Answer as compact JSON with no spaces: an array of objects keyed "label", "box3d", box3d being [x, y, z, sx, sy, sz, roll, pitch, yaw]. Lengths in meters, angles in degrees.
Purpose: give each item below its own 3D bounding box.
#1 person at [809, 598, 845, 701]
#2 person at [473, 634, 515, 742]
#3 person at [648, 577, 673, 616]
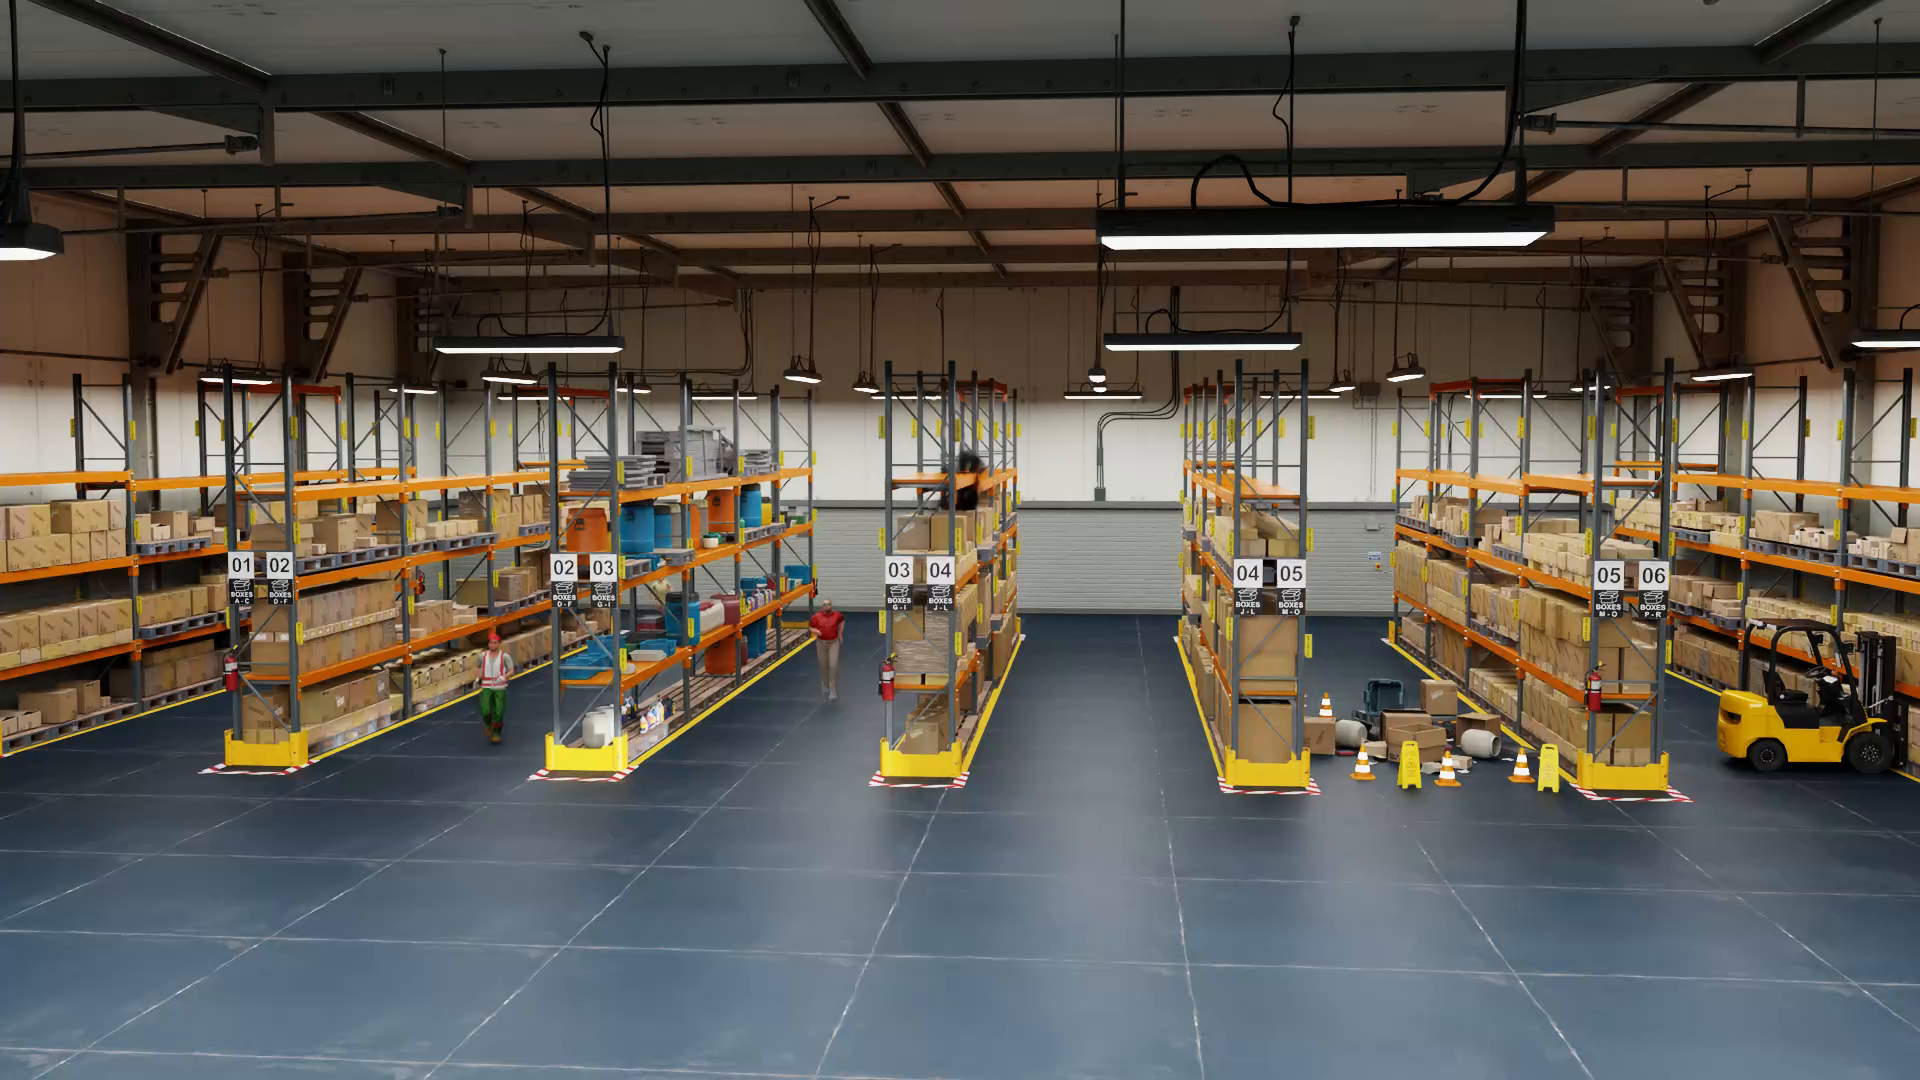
[{"label":"person","box3d":[-2.369,1.913,29.569,0.608,1.782,0.866,0,4,1]},{"label":"person","box3d":[-7.451,2.374,26.548,0.656,1.738,0.586,-1,4,-8]},{"label":"person","box3d":[-7.261,1.559,40.532,0.681,1.608,0.766,-2,4,-24]}]
